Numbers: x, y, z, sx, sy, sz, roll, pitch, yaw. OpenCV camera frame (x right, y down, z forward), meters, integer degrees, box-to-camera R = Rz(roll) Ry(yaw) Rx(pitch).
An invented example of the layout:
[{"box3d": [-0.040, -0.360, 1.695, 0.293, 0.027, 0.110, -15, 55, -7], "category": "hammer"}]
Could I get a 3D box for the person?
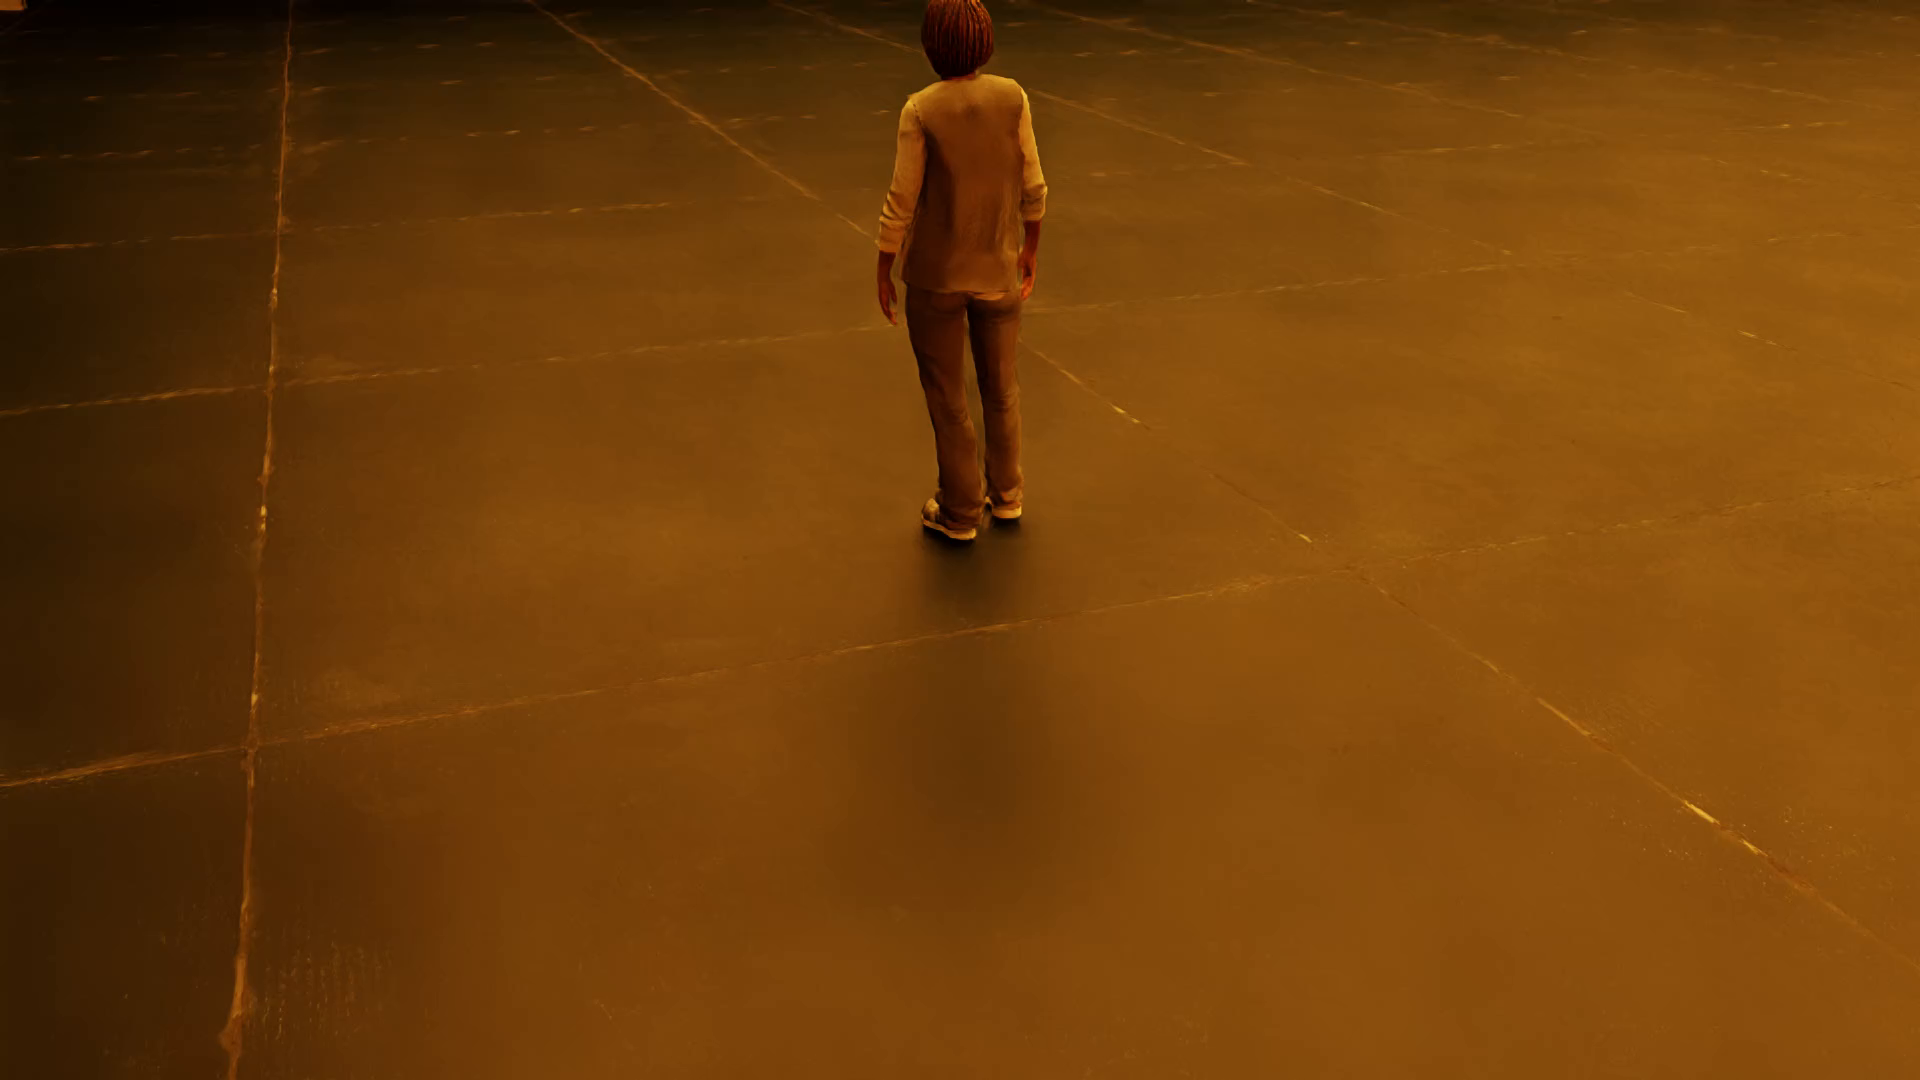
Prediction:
[{"box3d": [-0.013, -0.771, 4.836, 0.521, 1.597, 0.474, -8, 24, -18], "category": "person"}]
